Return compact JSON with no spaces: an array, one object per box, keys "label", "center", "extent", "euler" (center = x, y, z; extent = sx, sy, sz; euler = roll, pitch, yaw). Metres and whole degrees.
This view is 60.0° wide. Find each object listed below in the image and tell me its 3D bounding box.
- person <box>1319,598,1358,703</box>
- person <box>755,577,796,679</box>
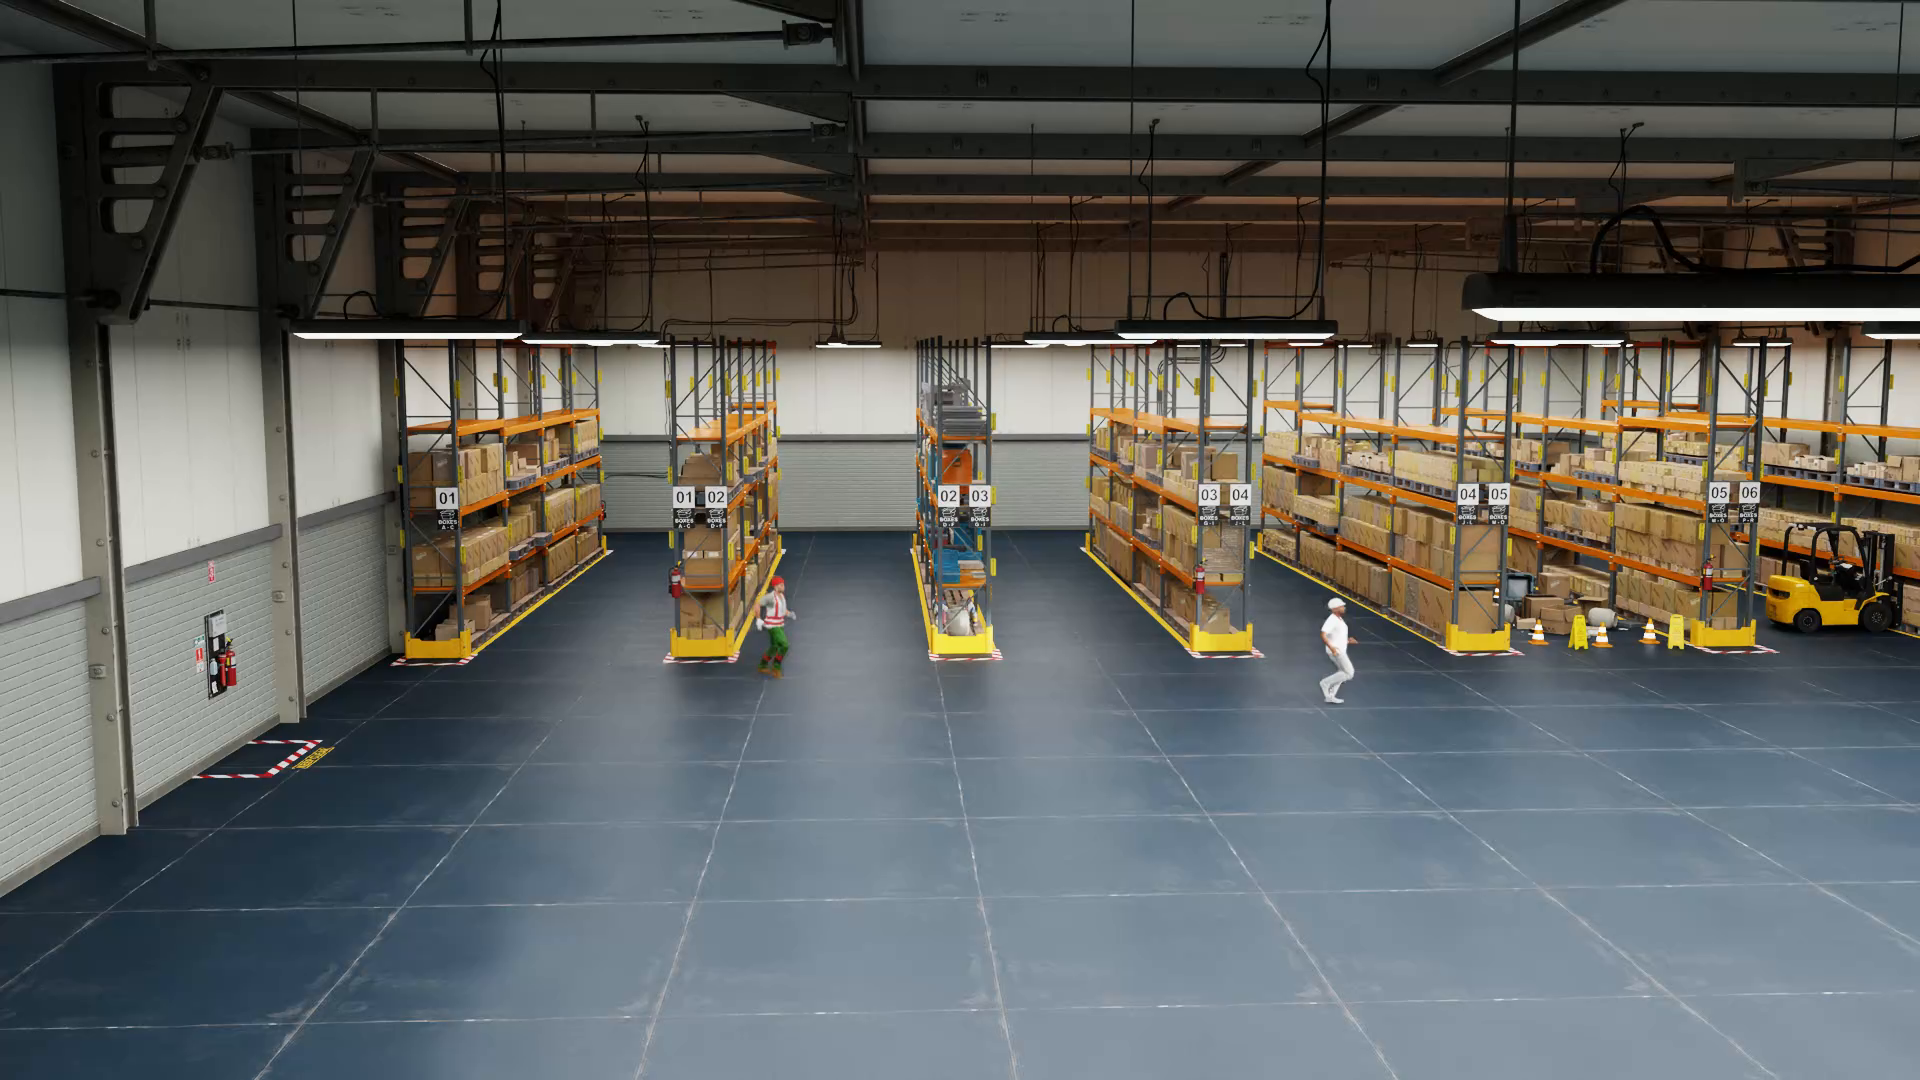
[{"label":"person","center":[6.153,1.803,27.019],"extent":[0.575,1.718,0.698],"euler":[2,7,19]},{"label":"person","center":[-3.245,1.559,29.202],"extent":[0.751,1.830,0.662],"euler":[2,7,19]}]
